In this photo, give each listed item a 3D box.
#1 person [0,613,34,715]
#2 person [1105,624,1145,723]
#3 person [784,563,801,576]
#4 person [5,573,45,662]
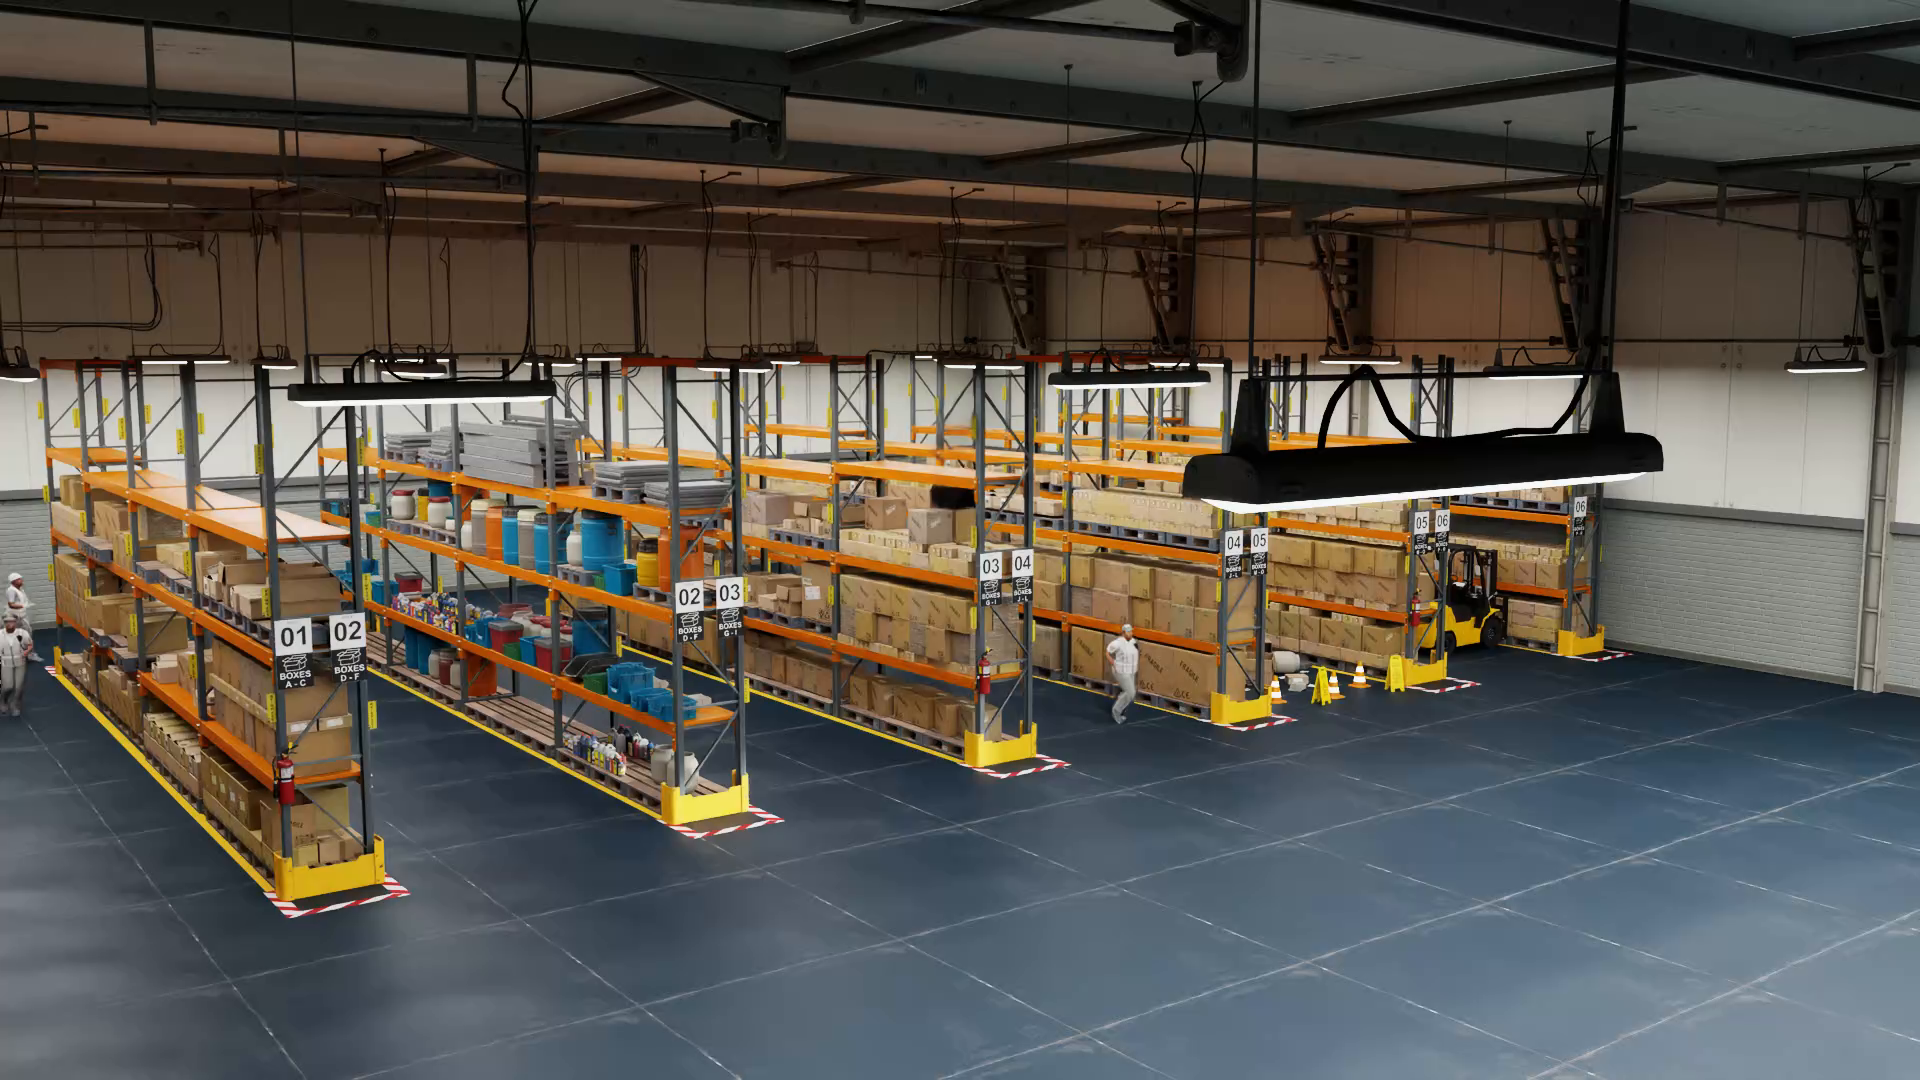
[{"bbox_3d":[-15.973,2.104,28.065,0.645,1.741,0.608,-5,8,-33],"label":"person"},{"bbox_3d":[2.777,2.212,27.602,0.580,1.658,0.638,-7,9,-44],"label":"person"},{"bbox_3d":[-4.388,0.253,43.428,0.634,1.775,0.687,5,9,37],"label":"person"},{"bbox_3d":[-18.559,1.533,32.610,0.995,1.795,0.694,-2,7,-14],"label":"person"}]
